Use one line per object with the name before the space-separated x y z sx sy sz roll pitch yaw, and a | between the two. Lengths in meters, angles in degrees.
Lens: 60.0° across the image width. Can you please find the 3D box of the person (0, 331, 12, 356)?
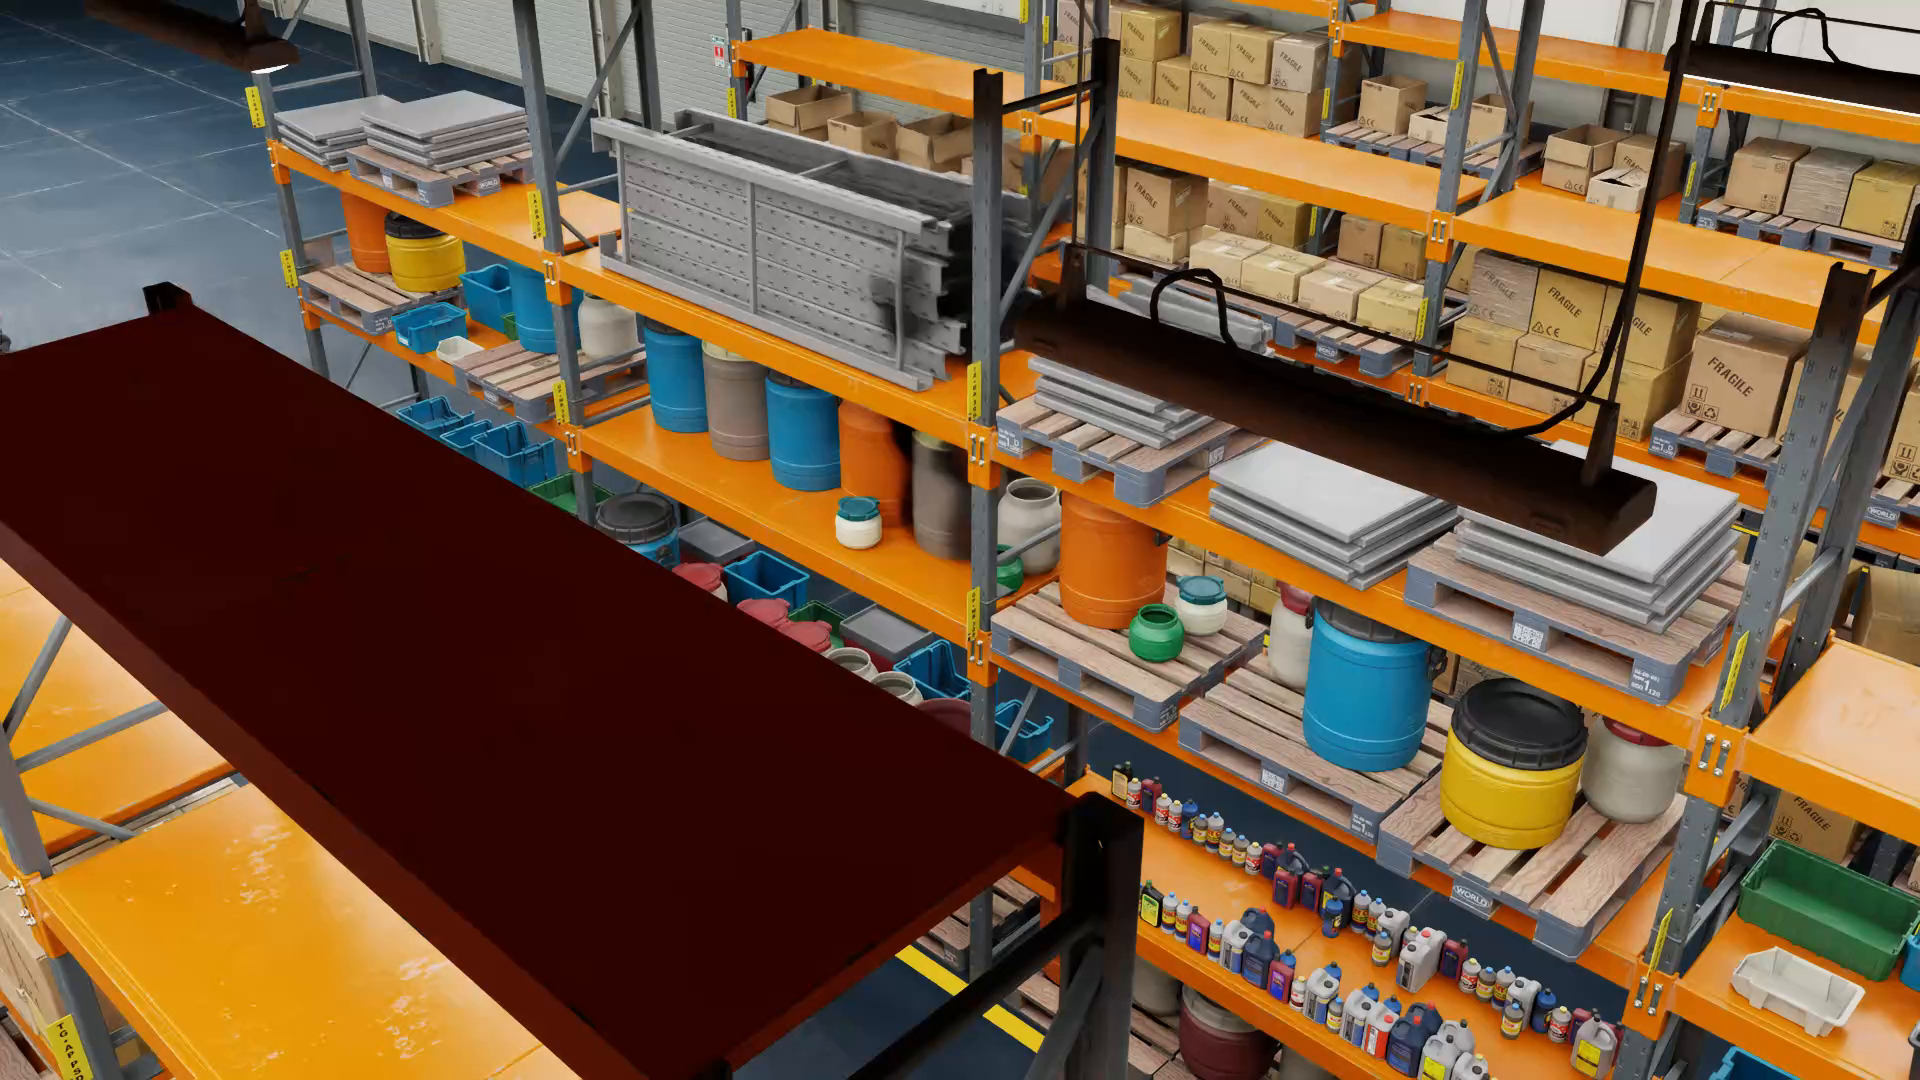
person | -10.076 -1.580 17.304 0.752 1.780 0.624 -14 32 -24
